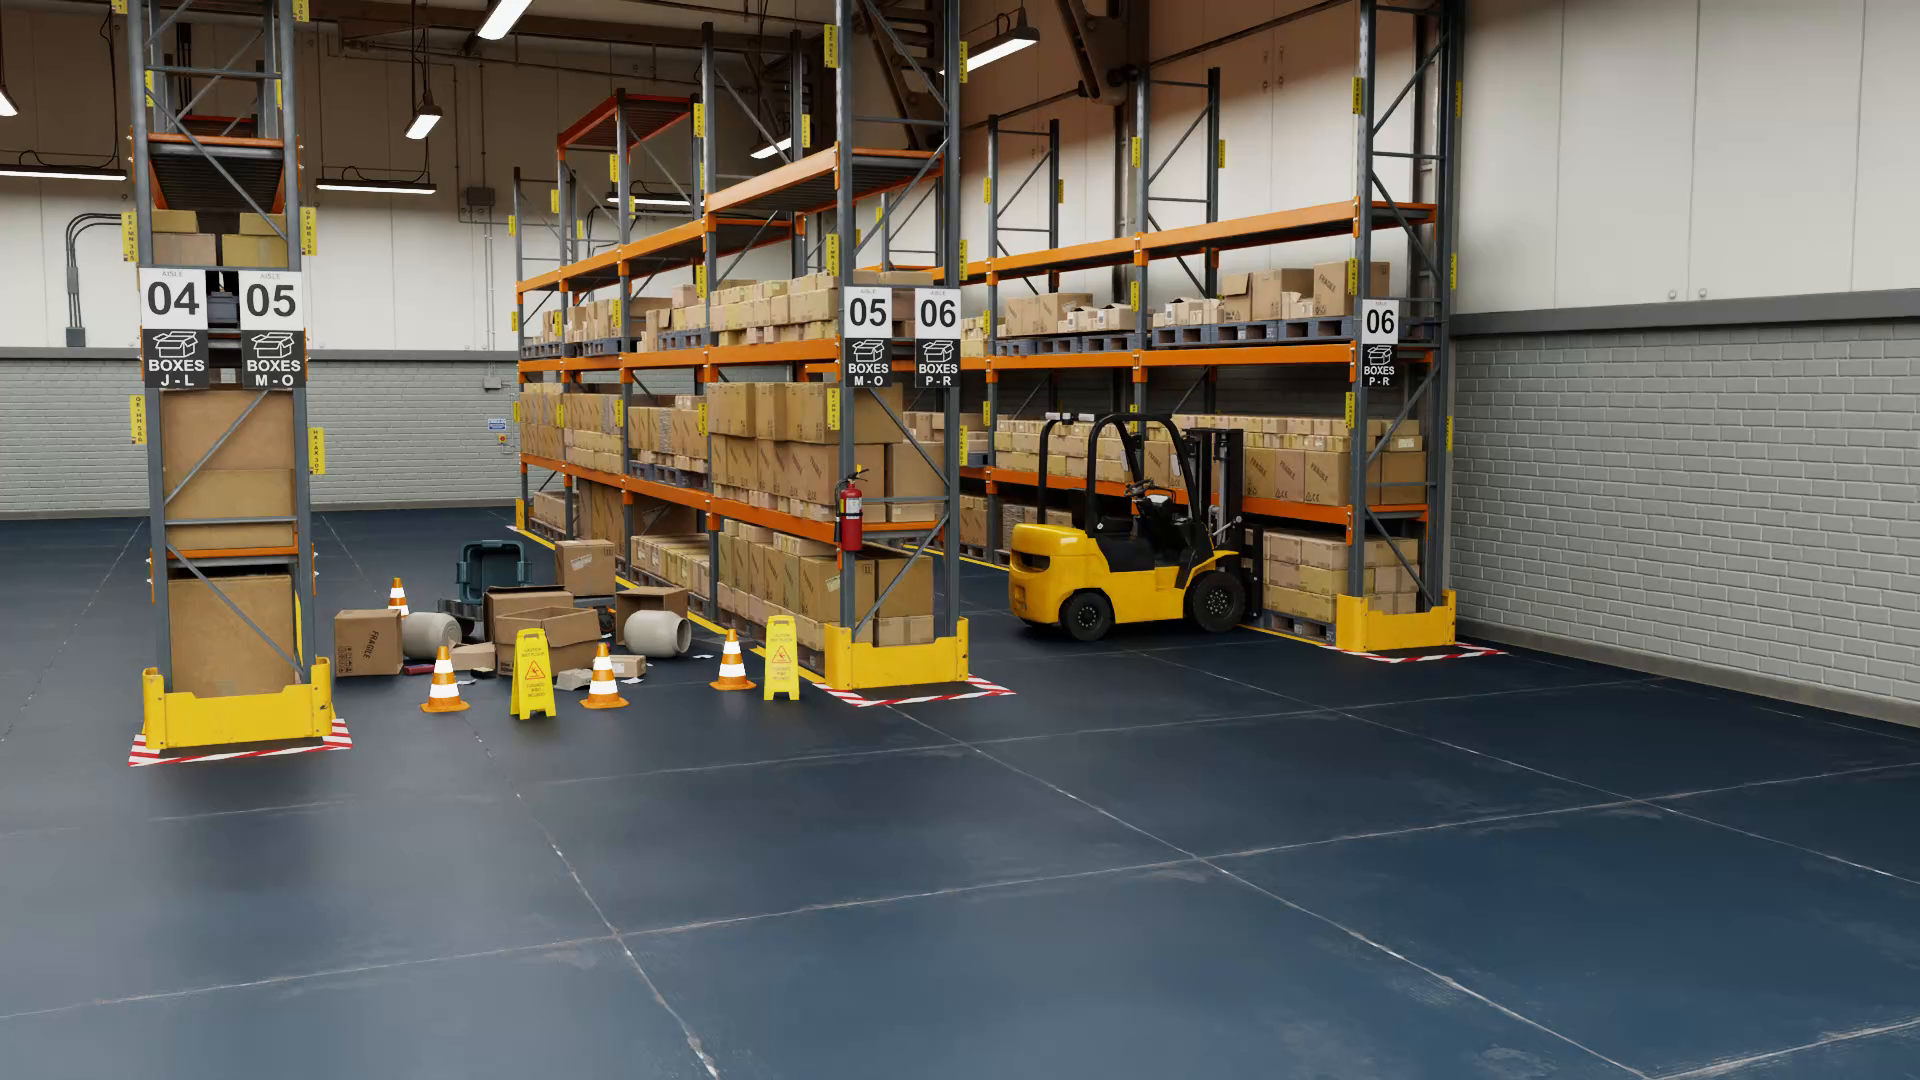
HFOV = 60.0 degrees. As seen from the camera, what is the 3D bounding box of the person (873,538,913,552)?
[{"bbox_3d":[-0.861,0.117,17.990,0.627,1.283,0.817,-3,6,-26],"label":"person"}]
